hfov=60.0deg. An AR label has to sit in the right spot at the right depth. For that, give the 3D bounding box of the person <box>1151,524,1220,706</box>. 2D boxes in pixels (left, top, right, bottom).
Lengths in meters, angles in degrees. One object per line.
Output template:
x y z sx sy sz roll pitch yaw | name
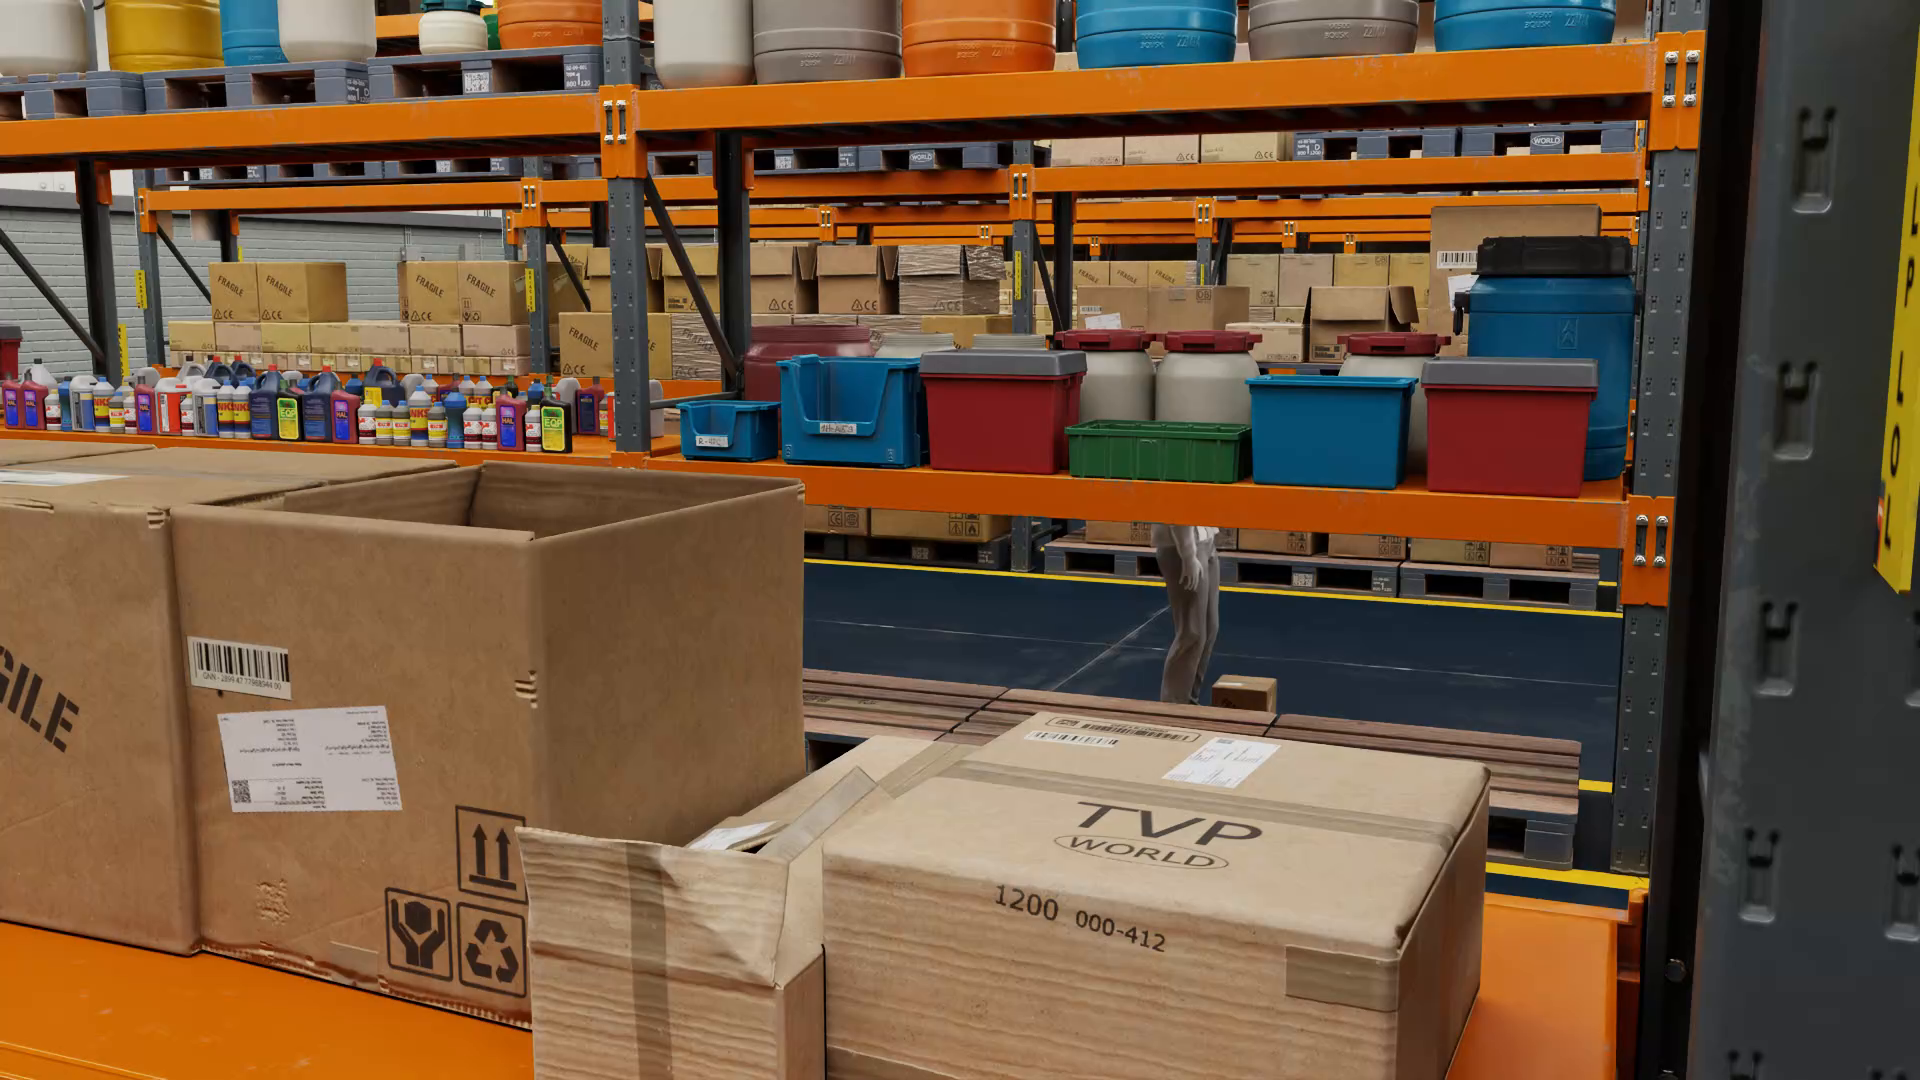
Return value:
1.053 0.056 7.483 0.374 1.662 0.525 3 9 19 | person
